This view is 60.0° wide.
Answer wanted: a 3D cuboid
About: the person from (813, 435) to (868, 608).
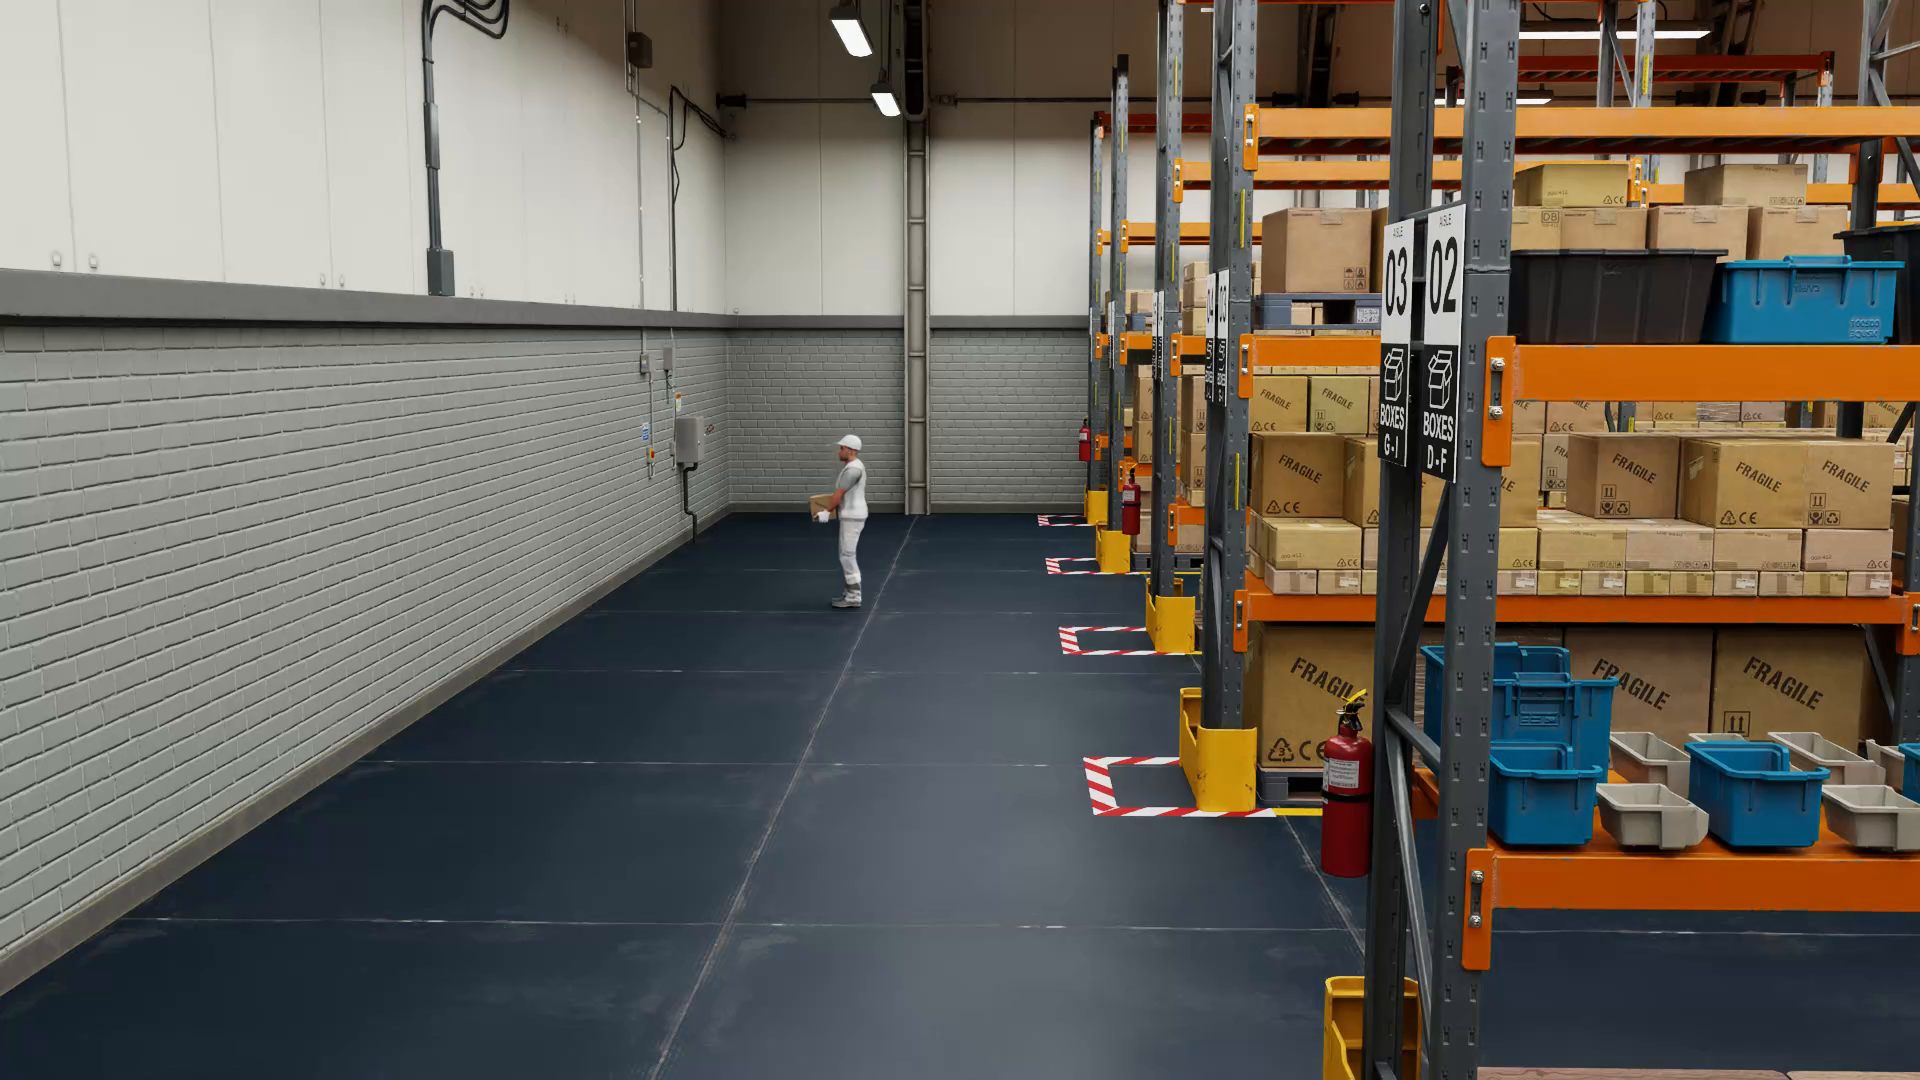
[{"bbox_3d":[-1.235,-0.201,17.278,0.553,1.787,0.495,0,7,1],"label":"person"}]
